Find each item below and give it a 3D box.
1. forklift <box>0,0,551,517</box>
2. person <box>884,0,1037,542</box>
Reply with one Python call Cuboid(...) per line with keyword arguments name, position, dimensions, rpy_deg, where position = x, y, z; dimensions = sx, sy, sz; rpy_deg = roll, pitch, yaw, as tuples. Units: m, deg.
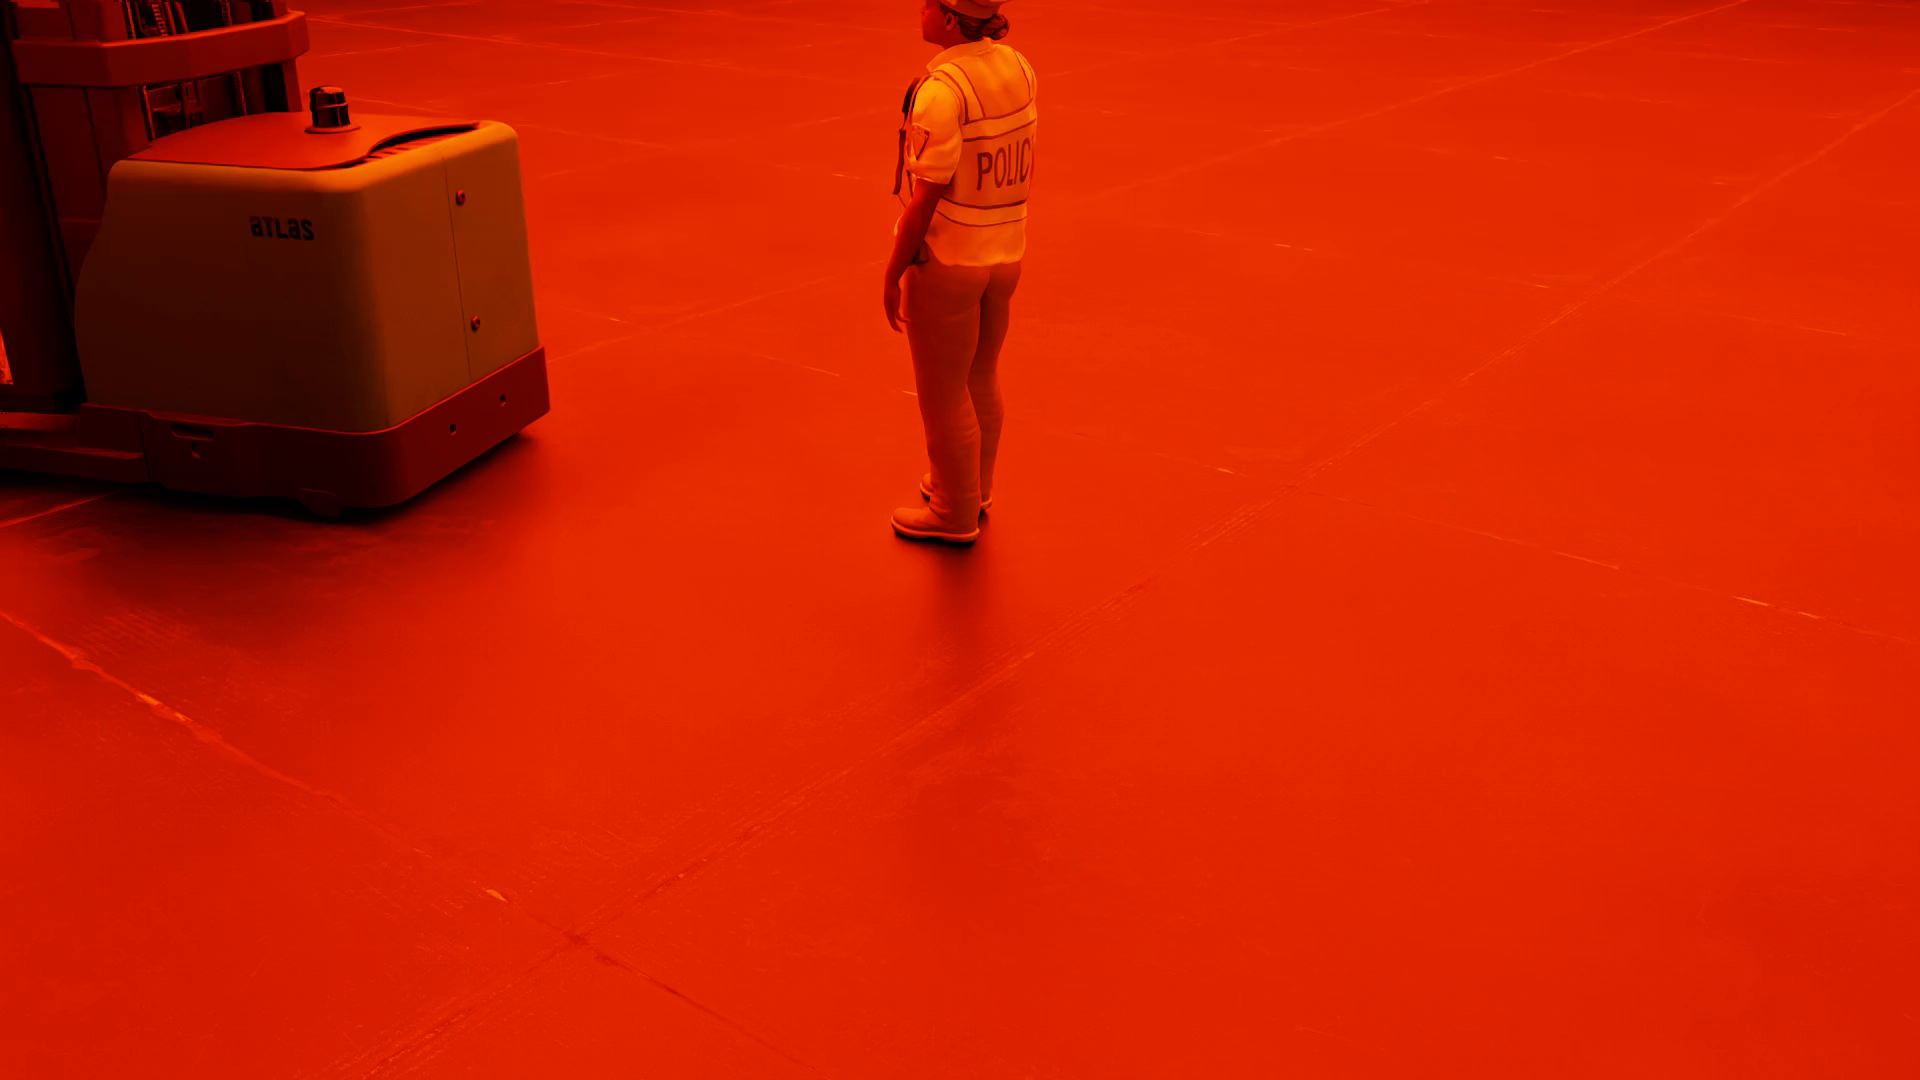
Cuboid(name="forklift", position=(-3.027, -1.737, 5.334), dimensions=(3.031, 2.935, 1.130), rpy_deg=(7, 24, 15))
Cuboid(name="person", position=(-0.047, -0.808, 4.730), dimensions=(0.530, 1.695, 0.570), rpy_deg=(17, 29, 34))
